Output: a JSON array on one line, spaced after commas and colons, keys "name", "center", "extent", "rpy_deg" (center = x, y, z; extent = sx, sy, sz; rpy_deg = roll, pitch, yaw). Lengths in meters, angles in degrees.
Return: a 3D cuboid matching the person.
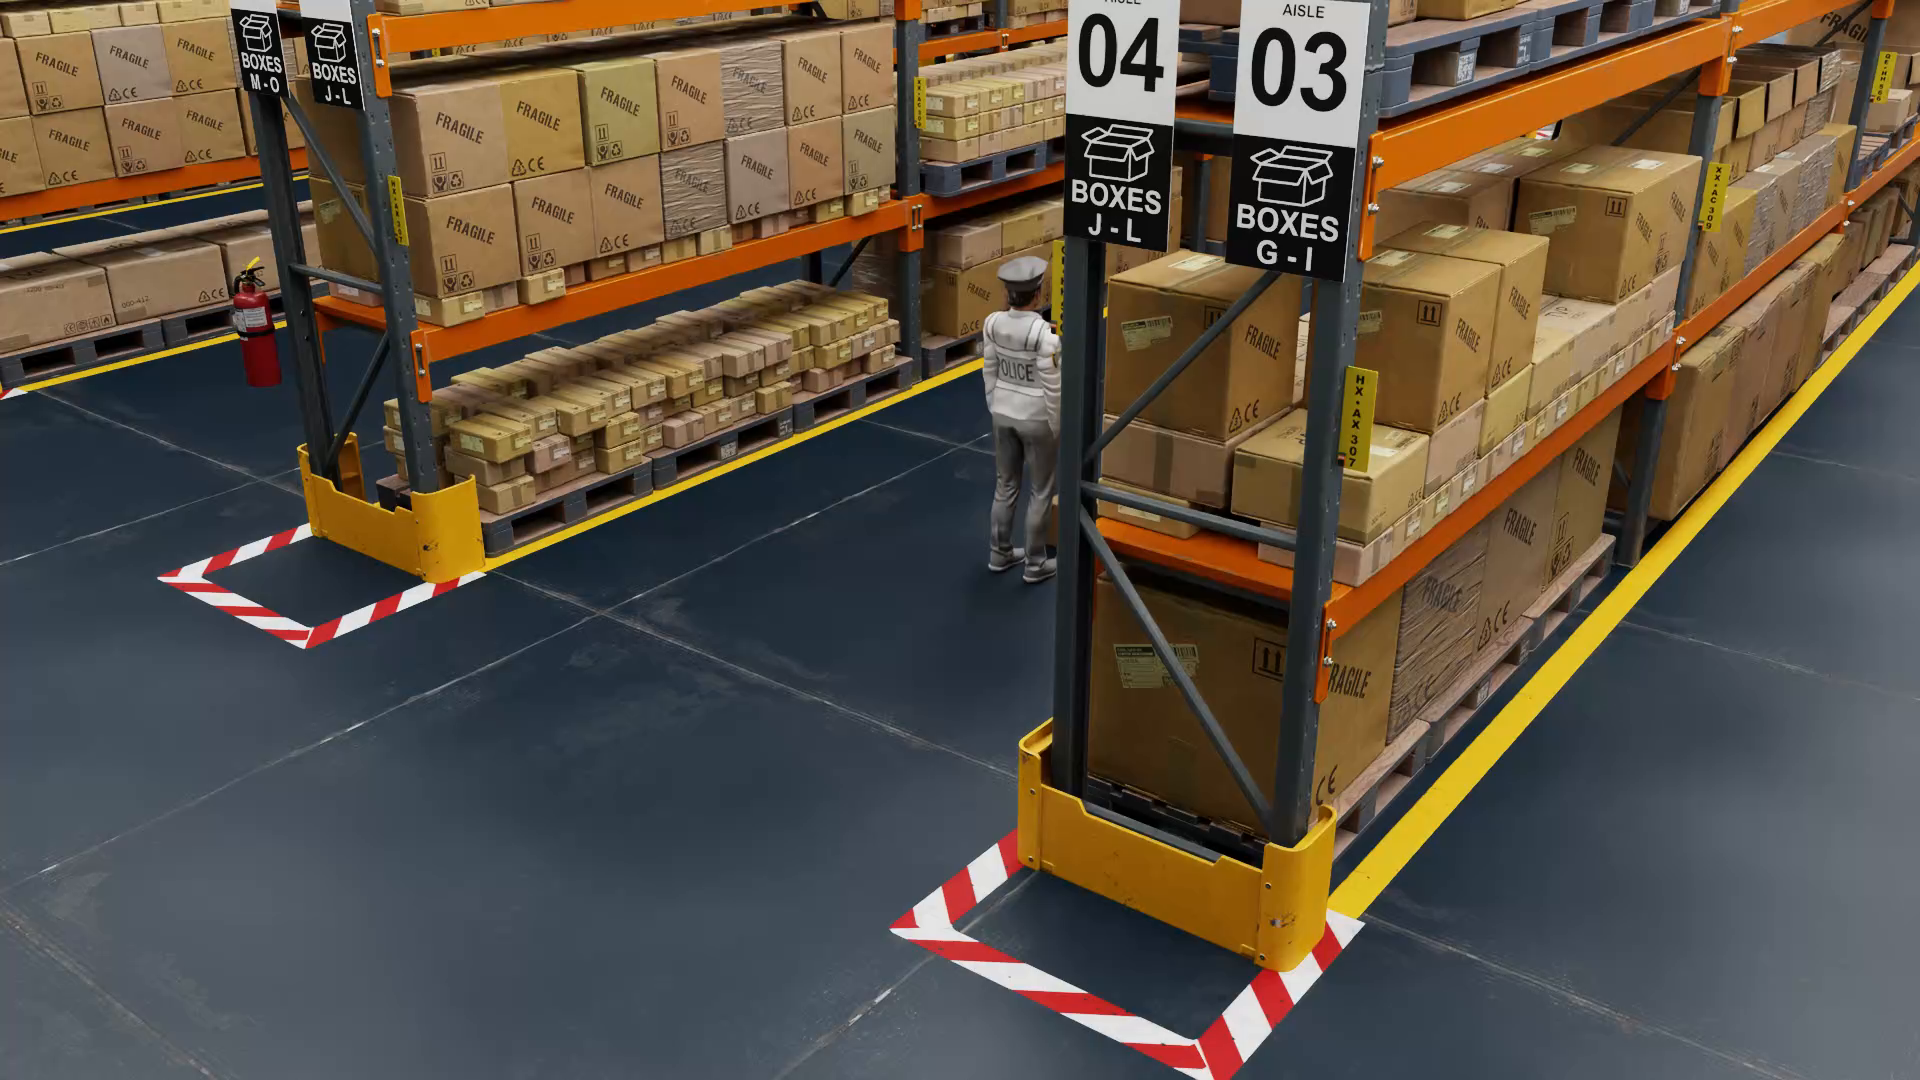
[{"name": "person", "center": [0.331, -0.610, 8.482], "extent": [0.466, 1.675, 0.334], "rpy_deg": [18, 29, 35]}]
